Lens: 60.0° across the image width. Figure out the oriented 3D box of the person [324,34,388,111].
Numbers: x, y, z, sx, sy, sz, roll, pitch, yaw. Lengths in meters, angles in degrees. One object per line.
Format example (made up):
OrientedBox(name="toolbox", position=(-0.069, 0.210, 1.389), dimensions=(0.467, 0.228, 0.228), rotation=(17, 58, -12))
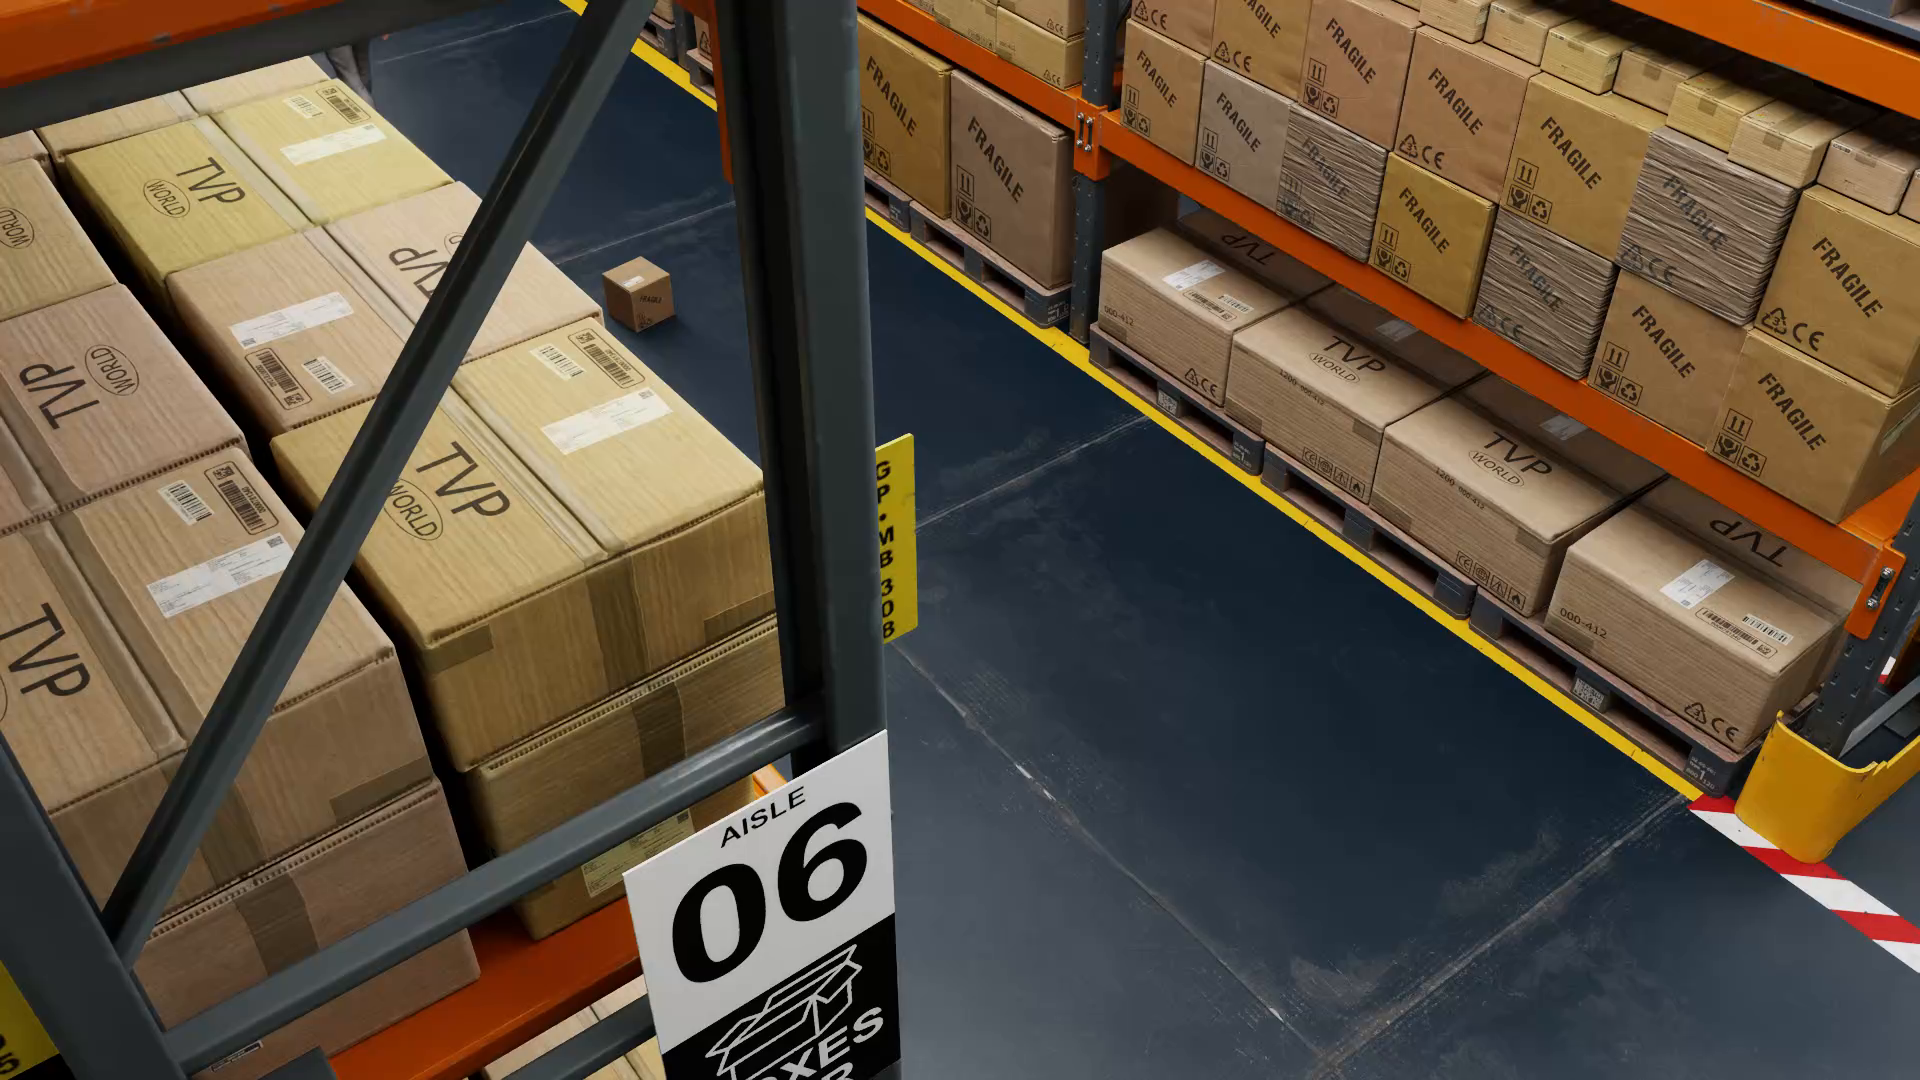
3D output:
OrientedBox(name="person", position=(-3.639, -3.054, 9.697), dimensions=(0.438, 1.549, 0.816), rotation=(-31, 49, -31))
